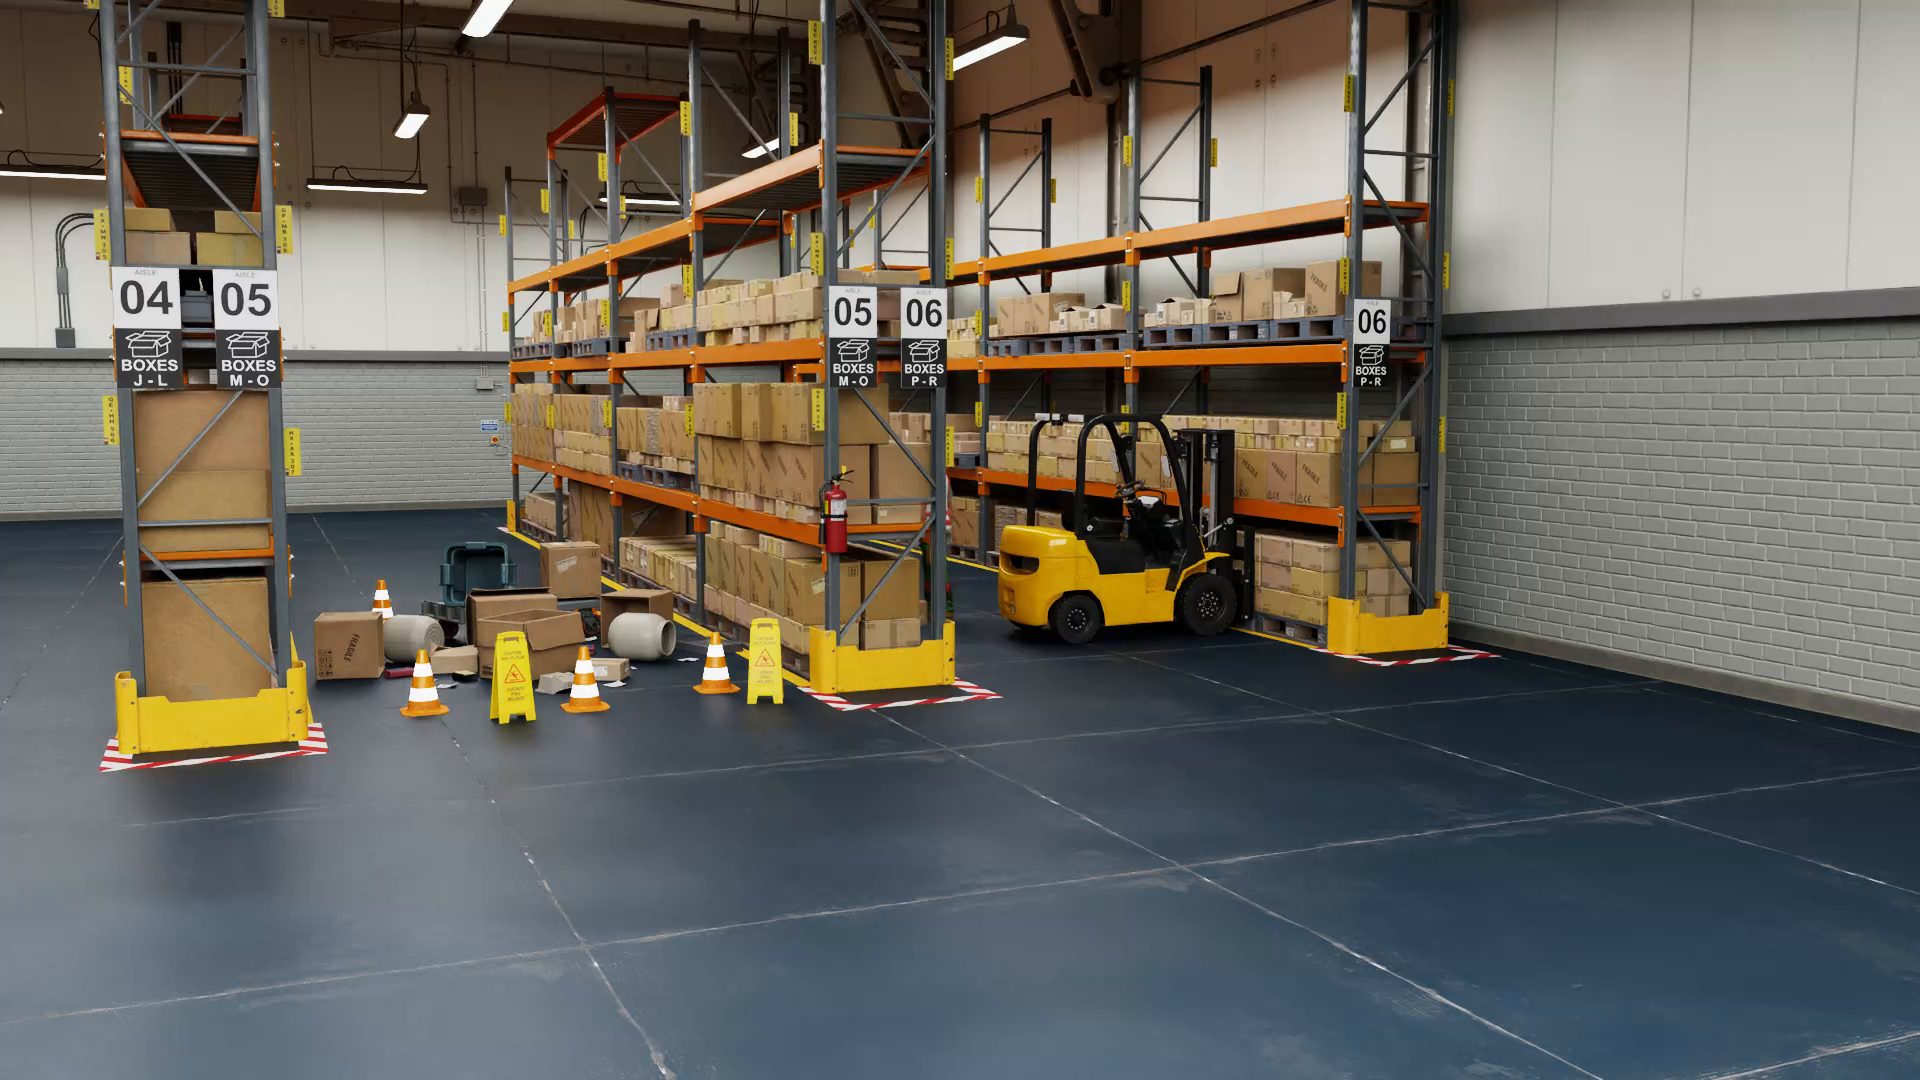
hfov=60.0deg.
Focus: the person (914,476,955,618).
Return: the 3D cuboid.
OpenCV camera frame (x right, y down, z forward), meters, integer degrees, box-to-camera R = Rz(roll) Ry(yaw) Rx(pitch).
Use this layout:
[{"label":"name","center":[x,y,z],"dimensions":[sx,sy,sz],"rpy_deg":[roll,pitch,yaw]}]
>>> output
[{"label":"person","center":[-0.295,-0.072,17.379],"dimensions":[0.624,1.790,0.608],"rpy_deg":[3,6,29]}]
